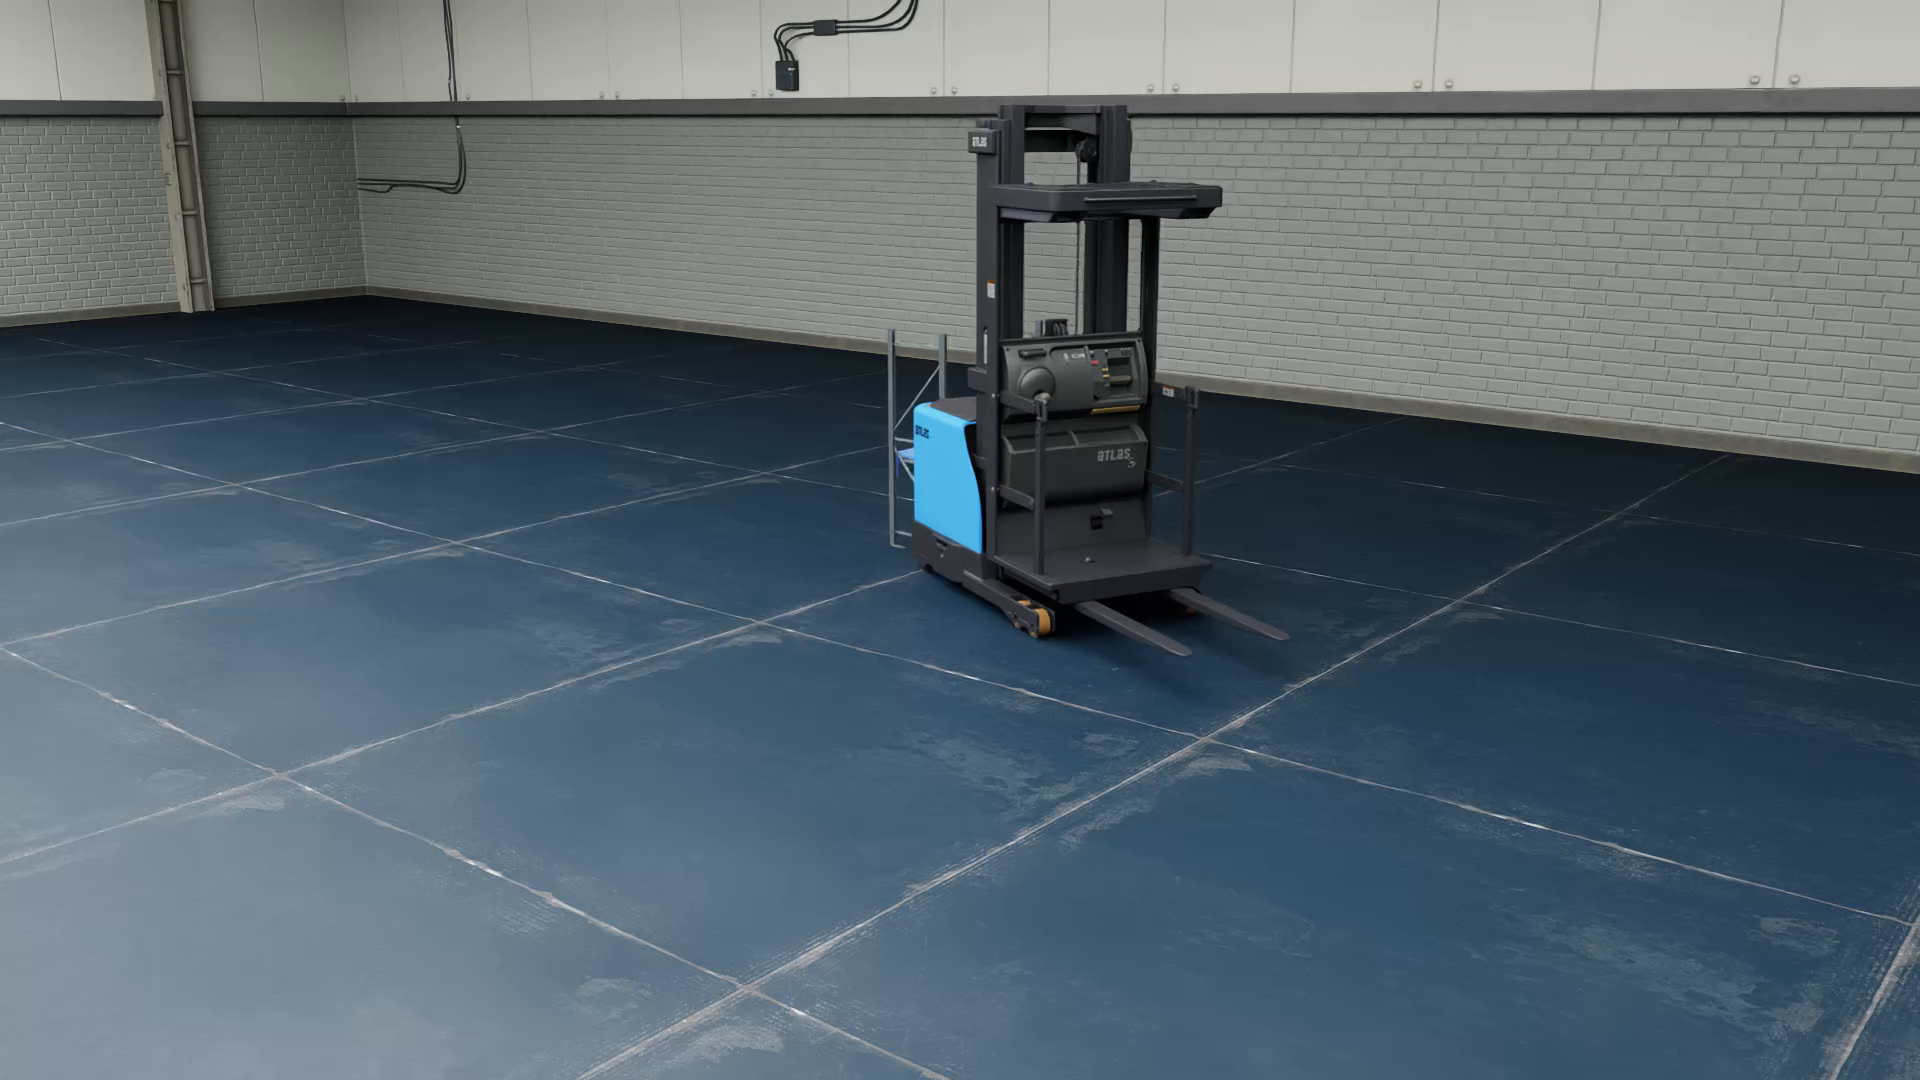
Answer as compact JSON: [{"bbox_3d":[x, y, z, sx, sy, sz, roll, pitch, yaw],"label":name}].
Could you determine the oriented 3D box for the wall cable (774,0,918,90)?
[{"bbox_3d":[-1.397,-8.400,19.505,2.305,6.003,0.169,11,18,38],"label":"wall cable"}]

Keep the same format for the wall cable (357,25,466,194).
[{"bbox_3d":[-8.771,-6.719,26.101,3.097,2.526,0.112,11,18,38],"label":"wall cable"}]

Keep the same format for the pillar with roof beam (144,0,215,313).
[{"bbox_3d":[-8.303,-7.198,21.680,9.100,9.000,0.400,11,18,38],"label":"pillar with roof beam"}]

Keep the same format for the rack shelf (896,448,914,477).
[{"bbox_3d":[0.045,-0.572,11.559,0.538,0.185,1.000,12,18,39],"label":"rack shelf"}]

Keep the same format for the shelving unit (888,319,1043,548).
[{"bbox_3d":[0.045,-0.746,11.515,0.538,1.500,1.048,12,18,39],"label":"shelving unit"}]

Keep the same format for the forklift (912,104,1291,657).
[{"bbox_3d":[0.776,-0.990,9.566,1.130,2.935,3.031,-7,16,-25],"label":"forklift"}]

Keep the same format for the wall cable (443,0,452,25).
[{"bbox_3d":[-6.667,-8.748,23.831,3.097,2.526,0.112,11,18,38],"label":"wall cable"}]

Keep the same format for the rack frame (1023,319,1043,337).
[{"bbox_3d":[0.374,-0.842,11.890,0.500,1.500,0.032,12,18,39],"label":"rack frame"}]

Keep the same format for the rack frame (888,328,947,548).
[{"bbox_3d":[-0.284,-0.651,11.139,0.500,1.500,0.032,12,18,39],"label":"rack frame"}]
